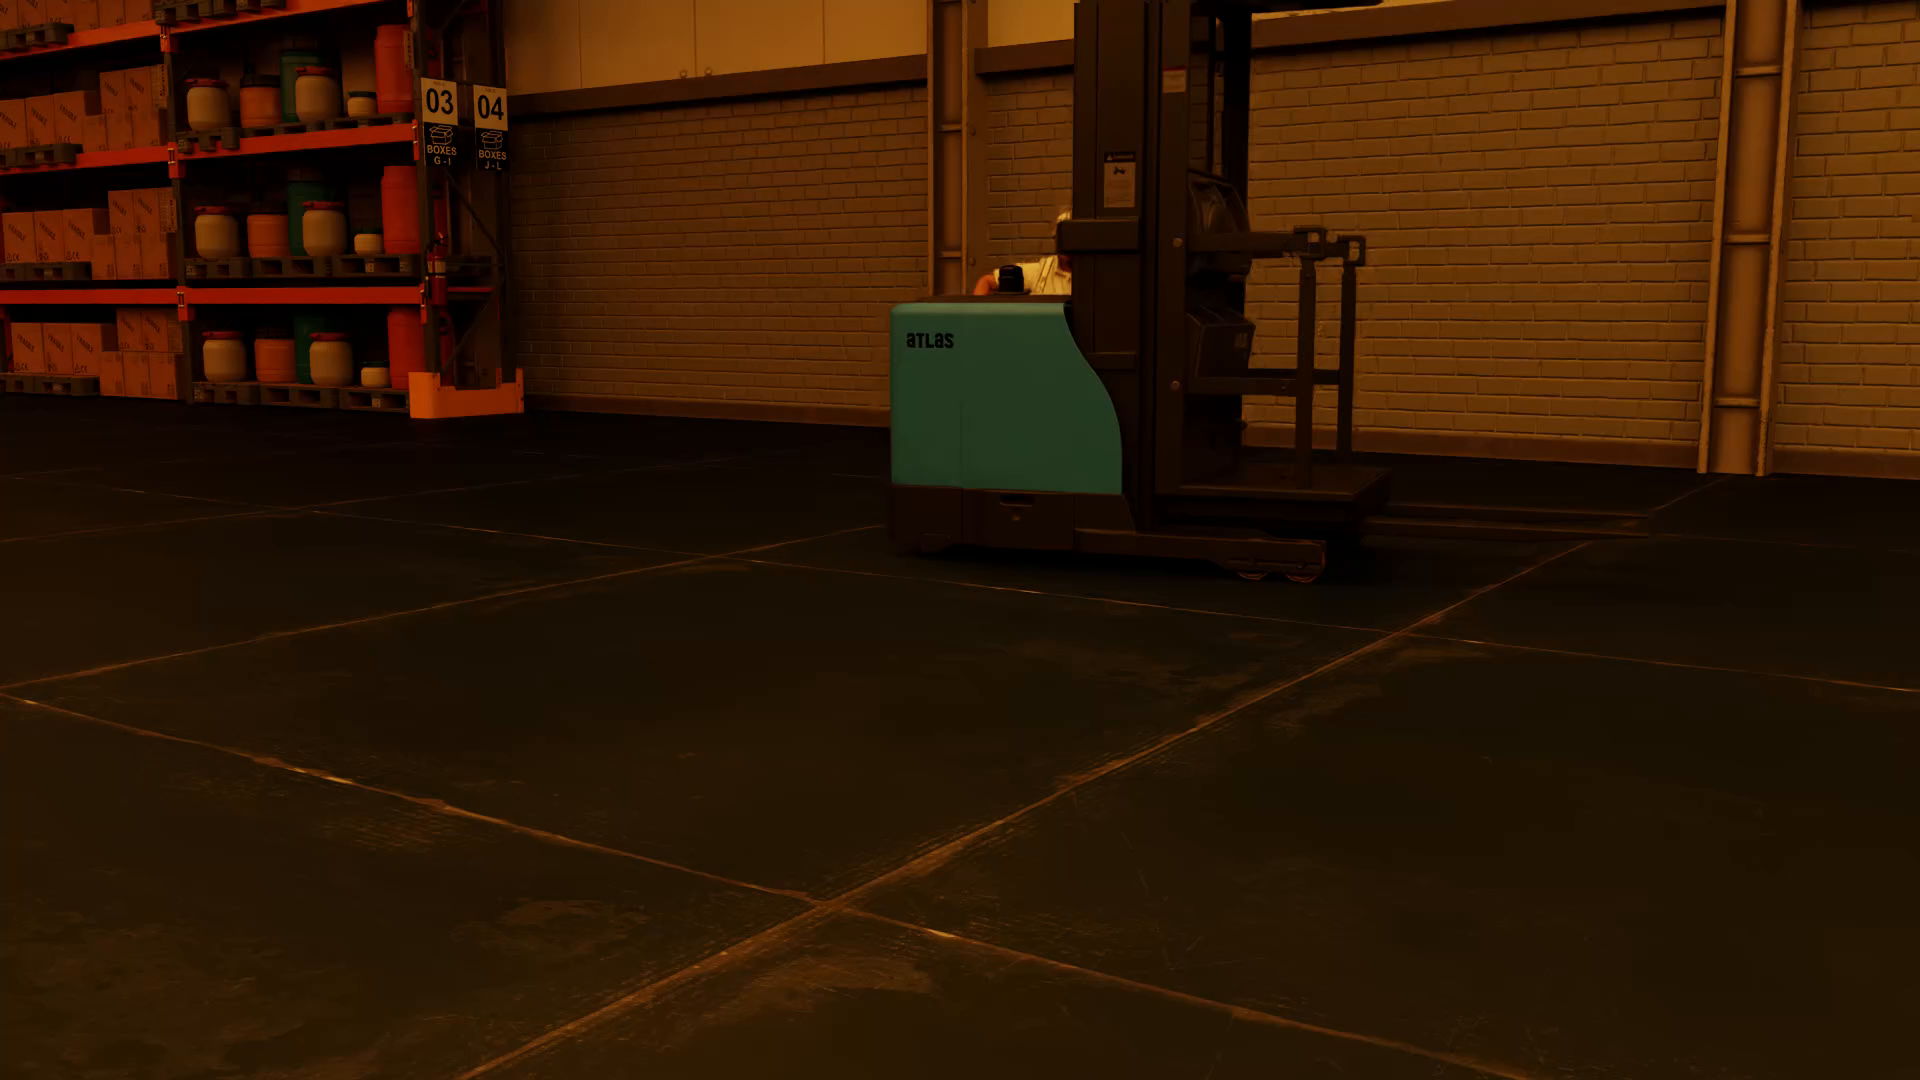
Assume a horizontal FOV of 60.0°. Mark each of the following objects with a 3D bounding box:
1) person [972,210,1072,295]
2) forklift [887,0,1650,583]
[{"bbox_3d":[0.513,-0.841,7.902,0.998,1.442,0.800,2,8,14],"label":"person"},{"bbox_3d":[1.258,-1.368,6.813,3.031,2.935,1.130,3,9,22],"label":"forklift"}]
